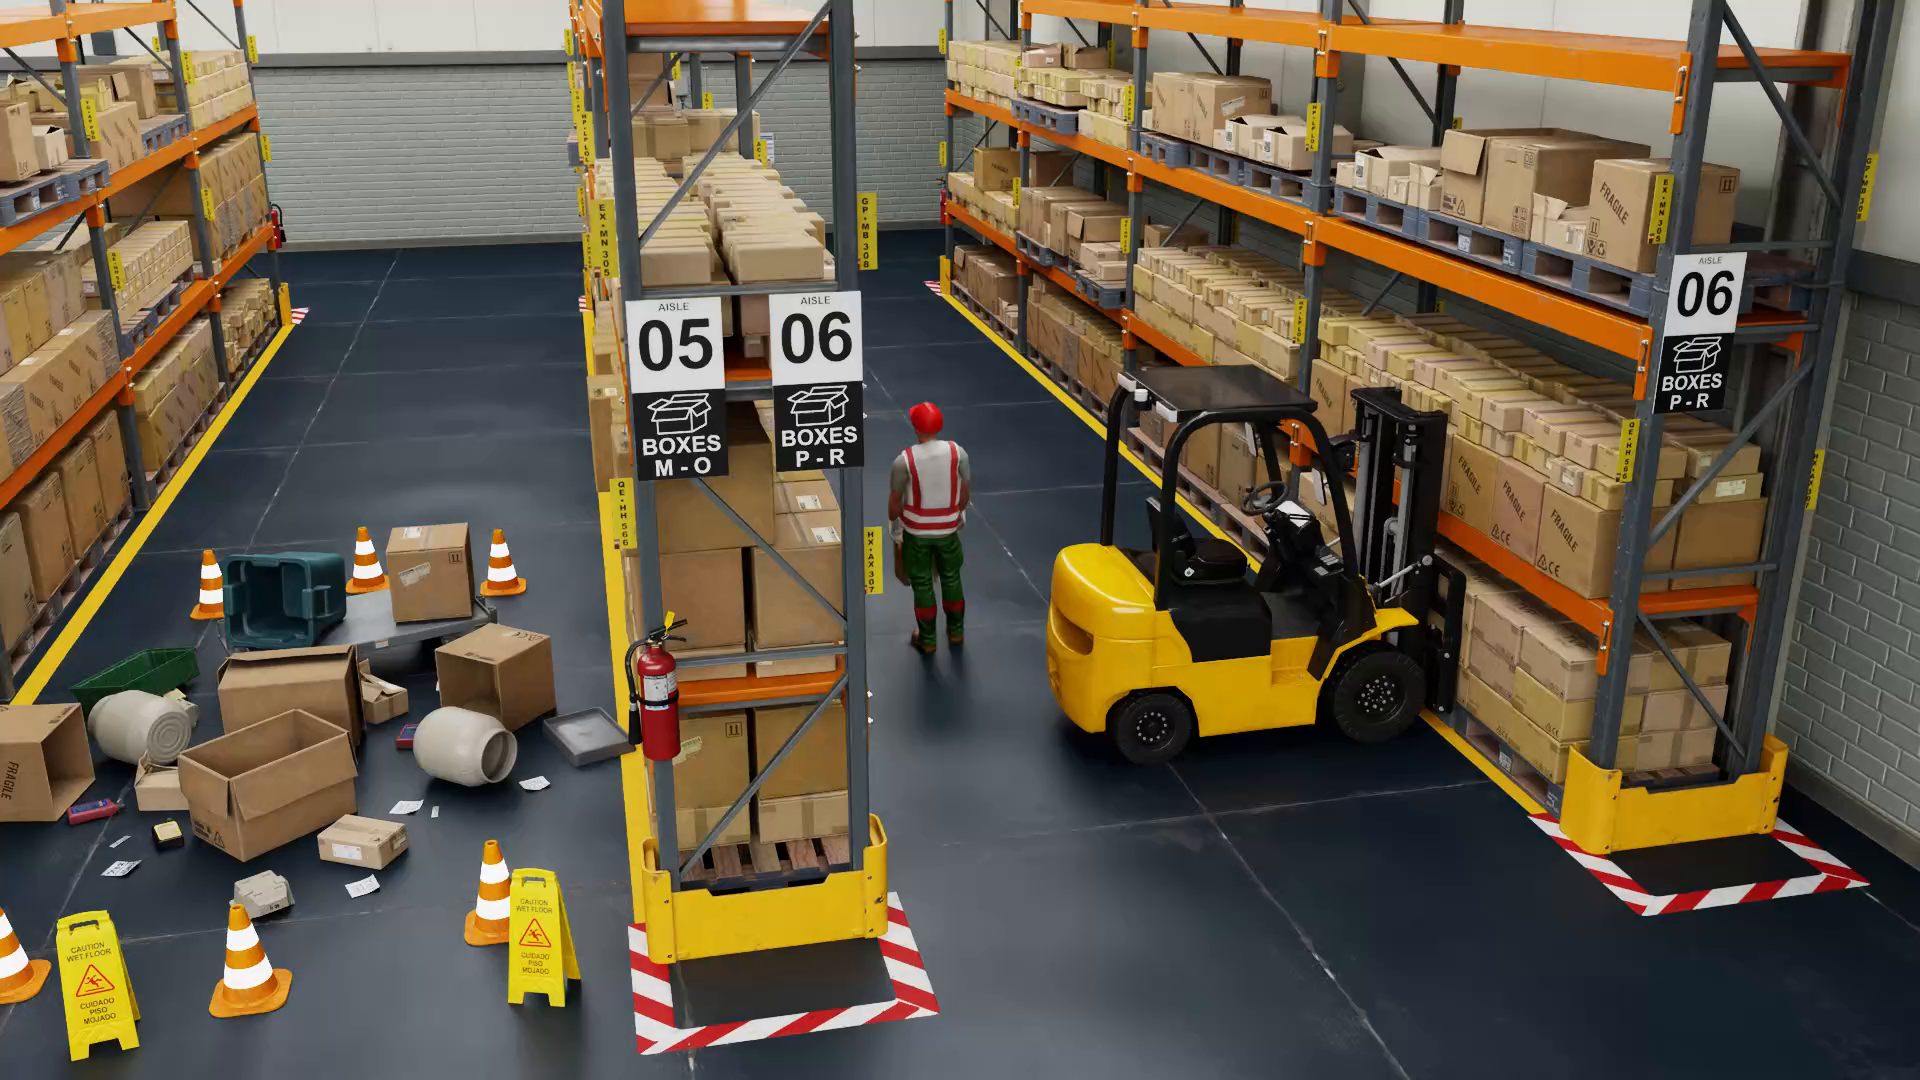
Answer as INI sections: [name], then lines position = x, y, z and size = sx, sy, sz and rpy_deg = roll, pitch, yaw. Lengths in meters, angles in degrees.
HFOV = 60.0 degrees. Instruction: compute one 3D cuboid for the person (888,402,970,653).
[person]
position = -0.212, -0.108, 11.316
size = 0.597, 1.789, 0.562
rpy_deg = -5, 20, -14
